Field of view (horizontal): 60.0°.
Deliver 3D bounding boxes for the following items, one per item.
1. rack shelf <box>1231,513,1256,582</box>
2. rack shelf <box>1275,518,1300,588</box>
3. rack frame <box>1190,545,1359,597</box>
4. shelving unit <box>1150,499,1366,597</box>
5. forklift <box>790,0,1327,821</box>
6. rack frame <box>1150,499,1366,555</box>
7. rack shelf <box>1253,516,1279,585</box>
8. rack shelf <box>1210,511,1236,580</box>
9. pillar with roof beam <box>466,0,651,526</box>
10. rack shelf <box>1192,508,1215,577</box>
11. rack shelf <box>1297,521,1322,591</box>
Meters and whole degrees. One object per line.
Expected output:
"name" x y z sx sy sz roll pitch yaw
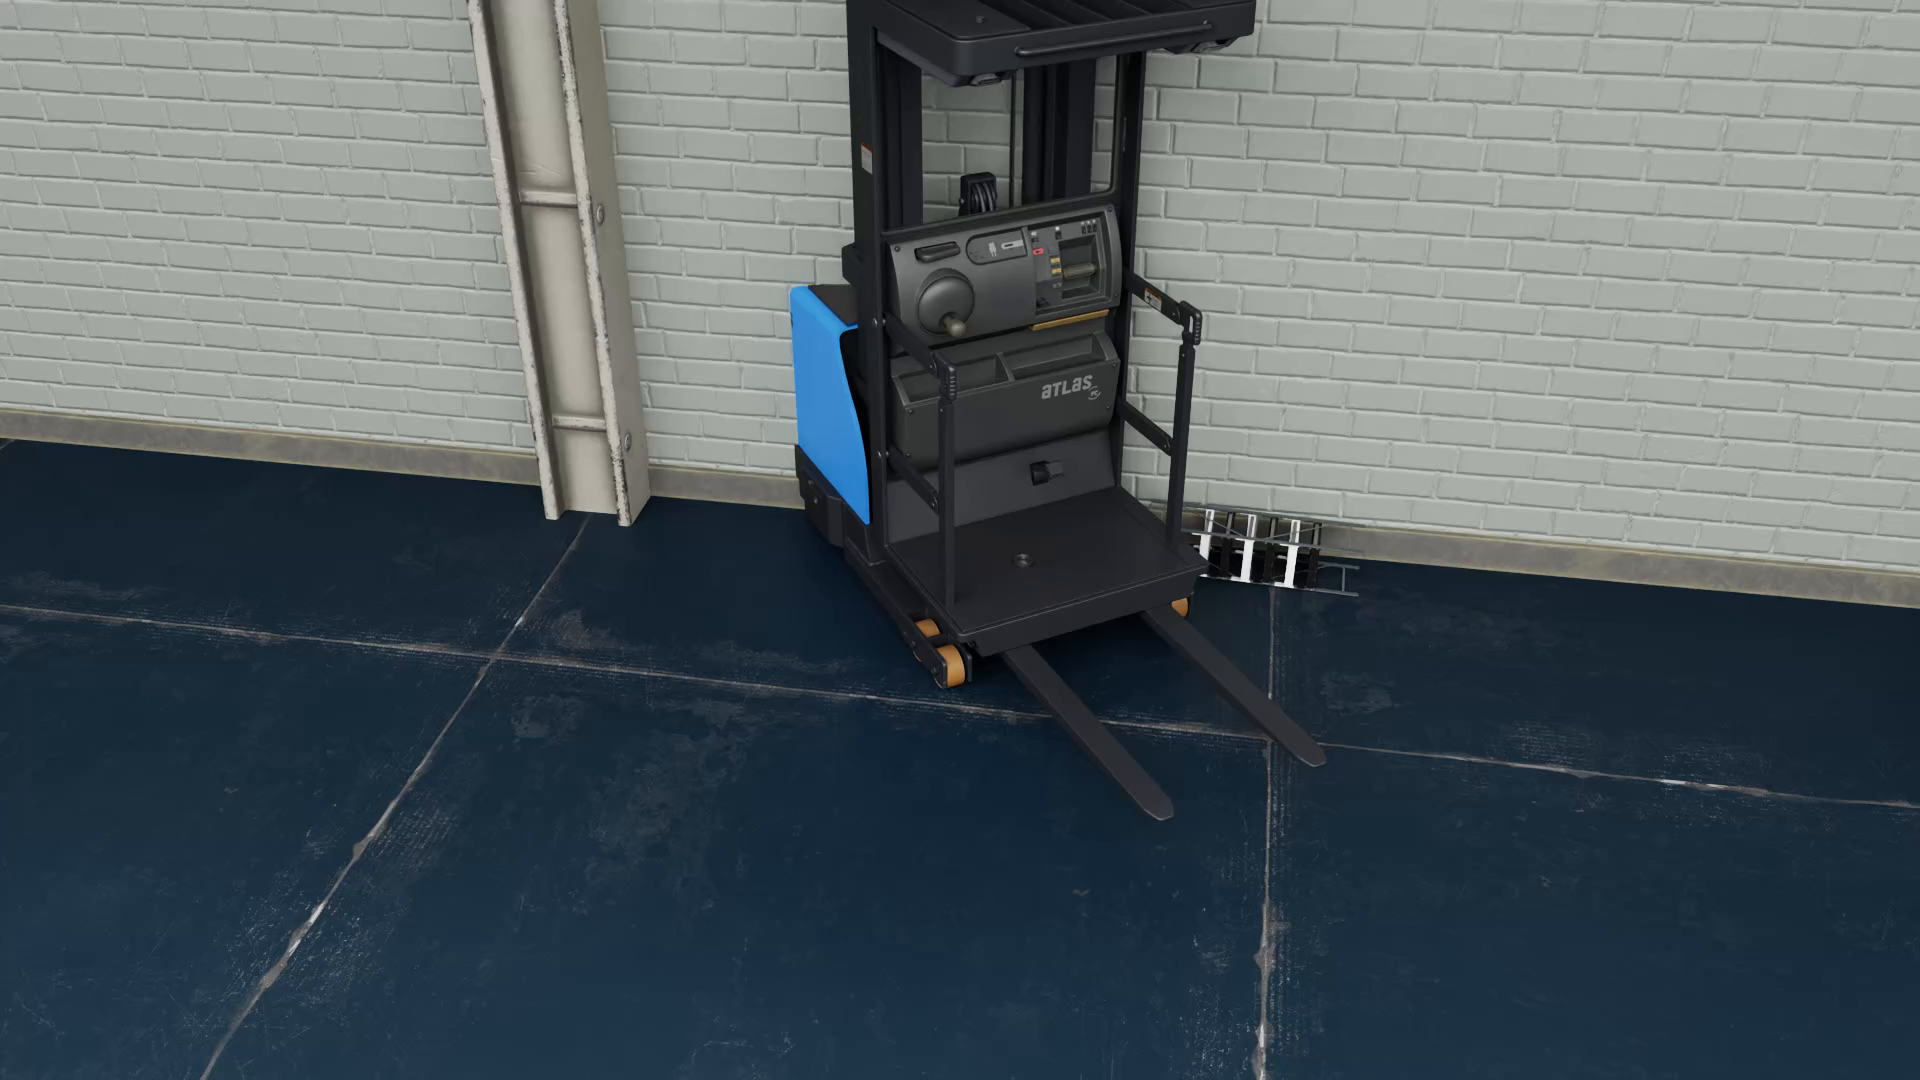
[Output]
"rack shelf" 1.199 0.025 6.997 0.077 0.200 0.258 7 31 10
"rack shelf" 1.375 0.048 6.964 0.077 0.200 0.258 7 31 10
"rack frame" 1.230 0.117 7.042 0.900 0.006 0.240 7 31 10
"shelving unit" 1.232 0.030 6.991 0.900 0.210 0.258 7 31 10
"forklift" 0.277 -0.944 5.996 1.130 2.935 3.031 -15 35 -22
"rack frame" 1.233 -0.058 6.939 0.900 0.006 0.240 7 31 10
"rack shelf" 1.287 0.037 6.980 0.077 0.200 0.258 7 31 10
"rack shelf" 1.112 0.014 7.013 0.077 0.200 0.258 7 31 10
"pillar with roof beam" -2.350 -1.721 1.519 0.400 9.000 9.100 5 32 8
"rack shelf" 1.024 0.003 7.029 0.077 0.200 0.258 7 31 10
"rack shelf" 1.463 0.059 6.948 0.077 0.200 0.258 7 31 10
